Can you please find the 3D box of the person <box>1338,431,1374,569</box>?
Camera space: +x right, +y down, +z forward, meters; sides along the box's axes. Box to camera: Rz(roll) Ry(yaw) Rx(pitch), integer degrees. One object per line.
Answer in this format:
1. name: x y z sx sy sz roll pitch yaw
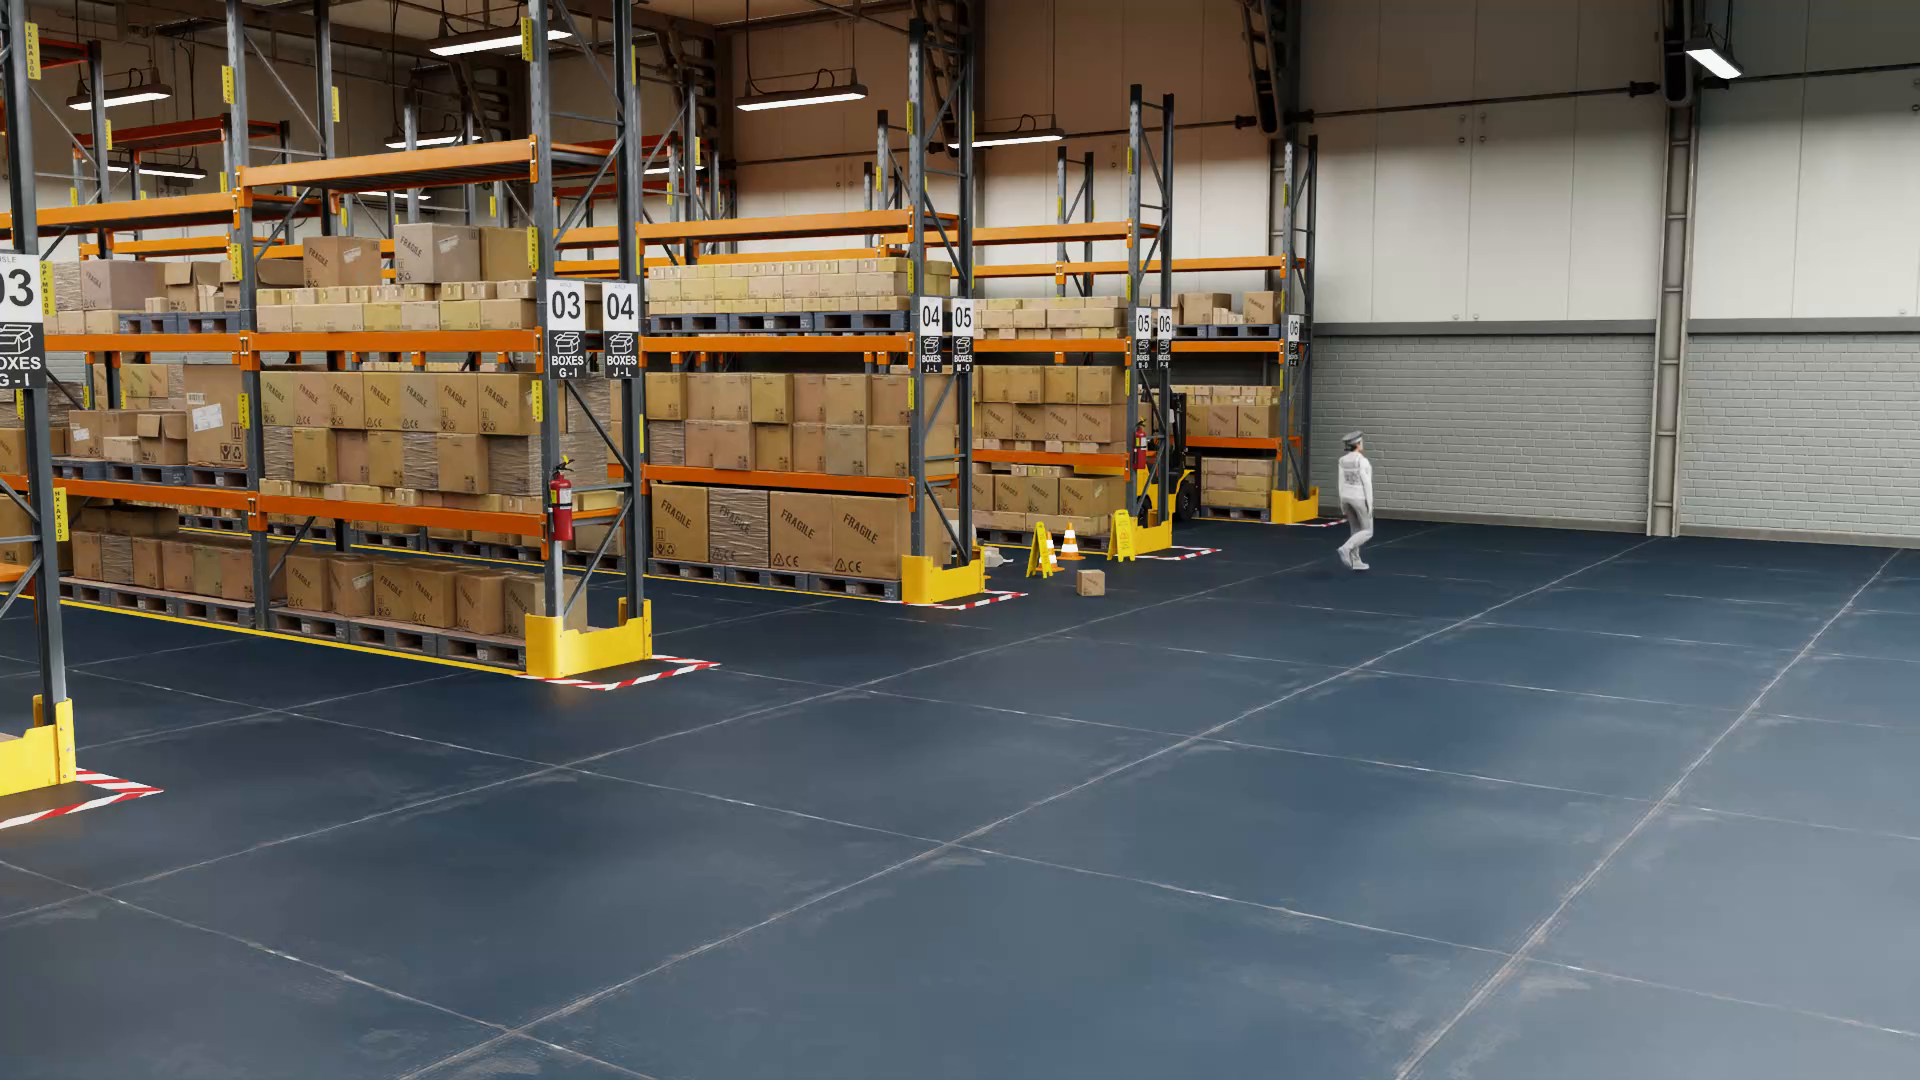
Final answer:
1. person: 4.701 -0.464 19.832 0.633 1.675 0.492 -4 7 -31
